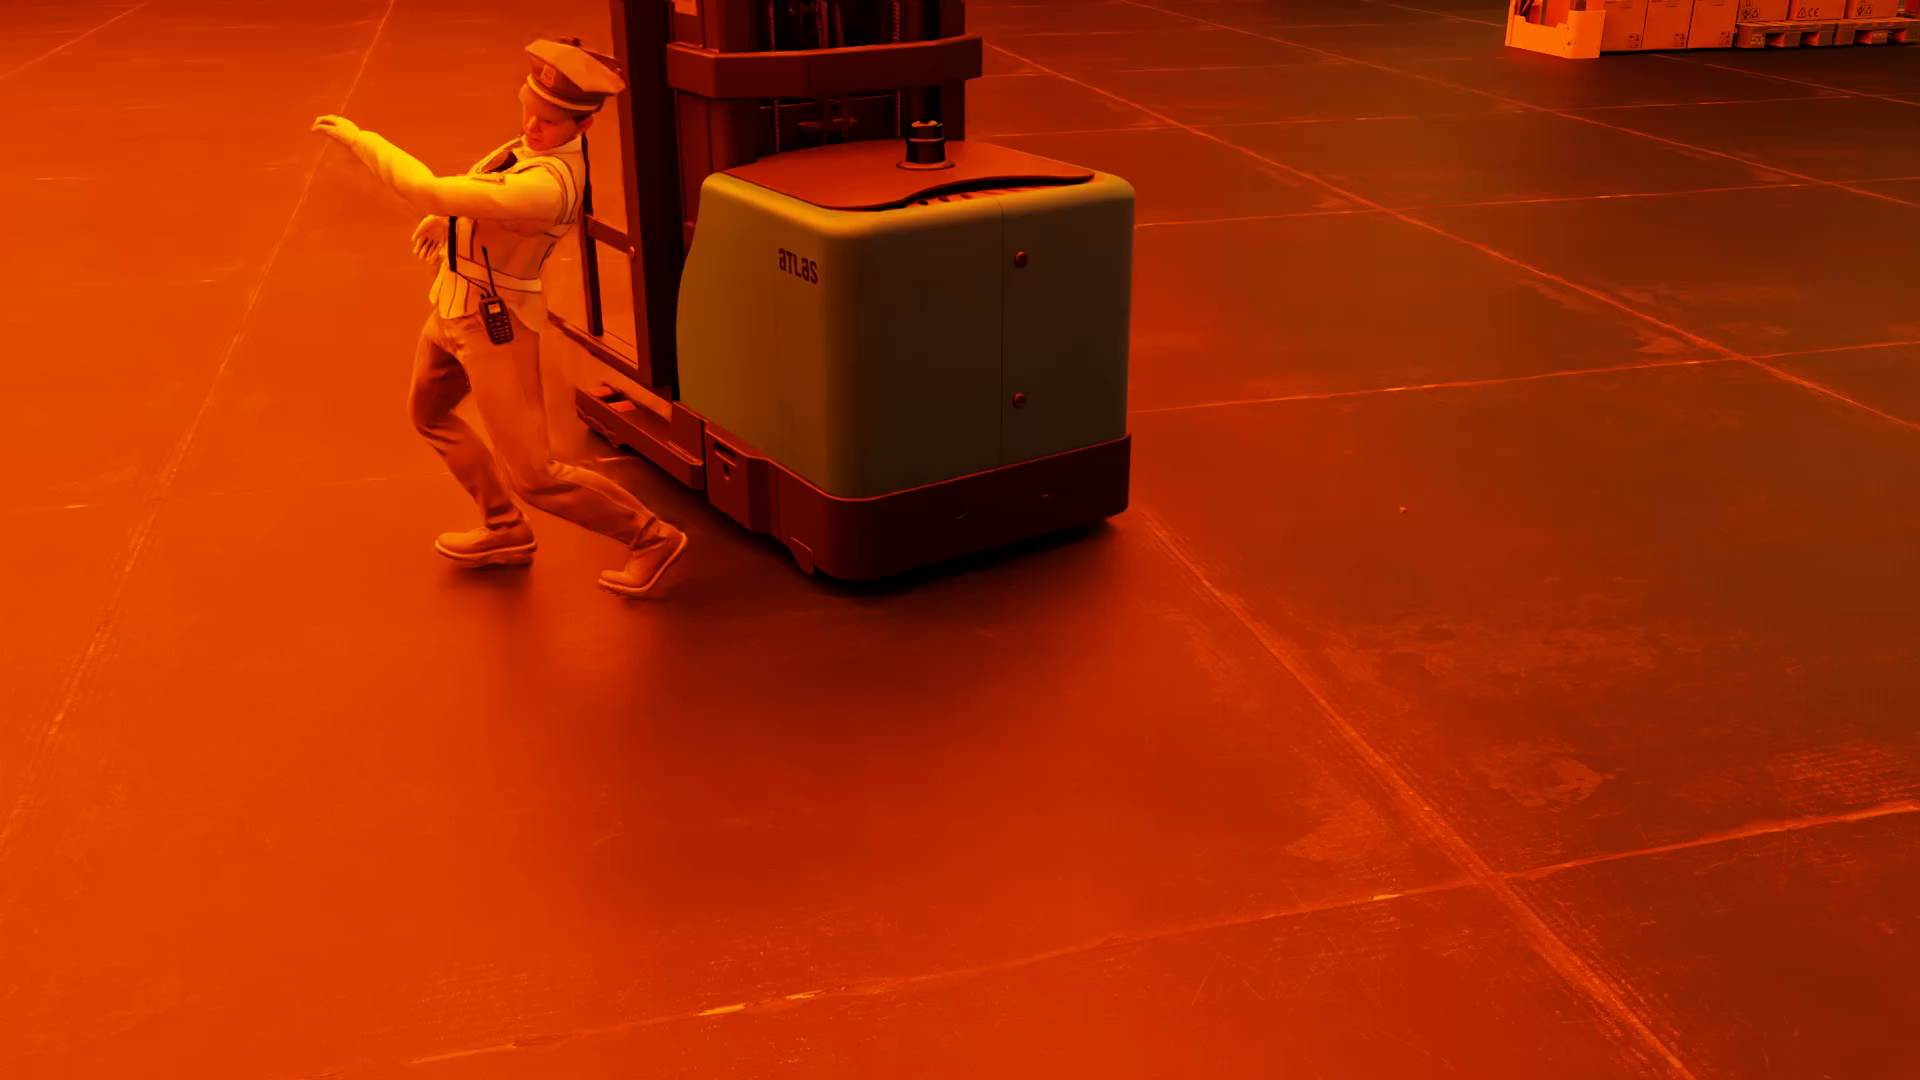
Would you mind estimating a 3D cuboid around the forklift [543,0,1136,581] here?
[{"bbox_3d":[-0.717,-1.760,5.446,1.130,2.935,3.031,-15,27,-31],"label":"forklift"}]

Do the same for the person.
[{"bbox_3d":[-1.289,-0.621,4.564,0.788,1.476,0.885,-12,26,-26],"label":"person"}]
